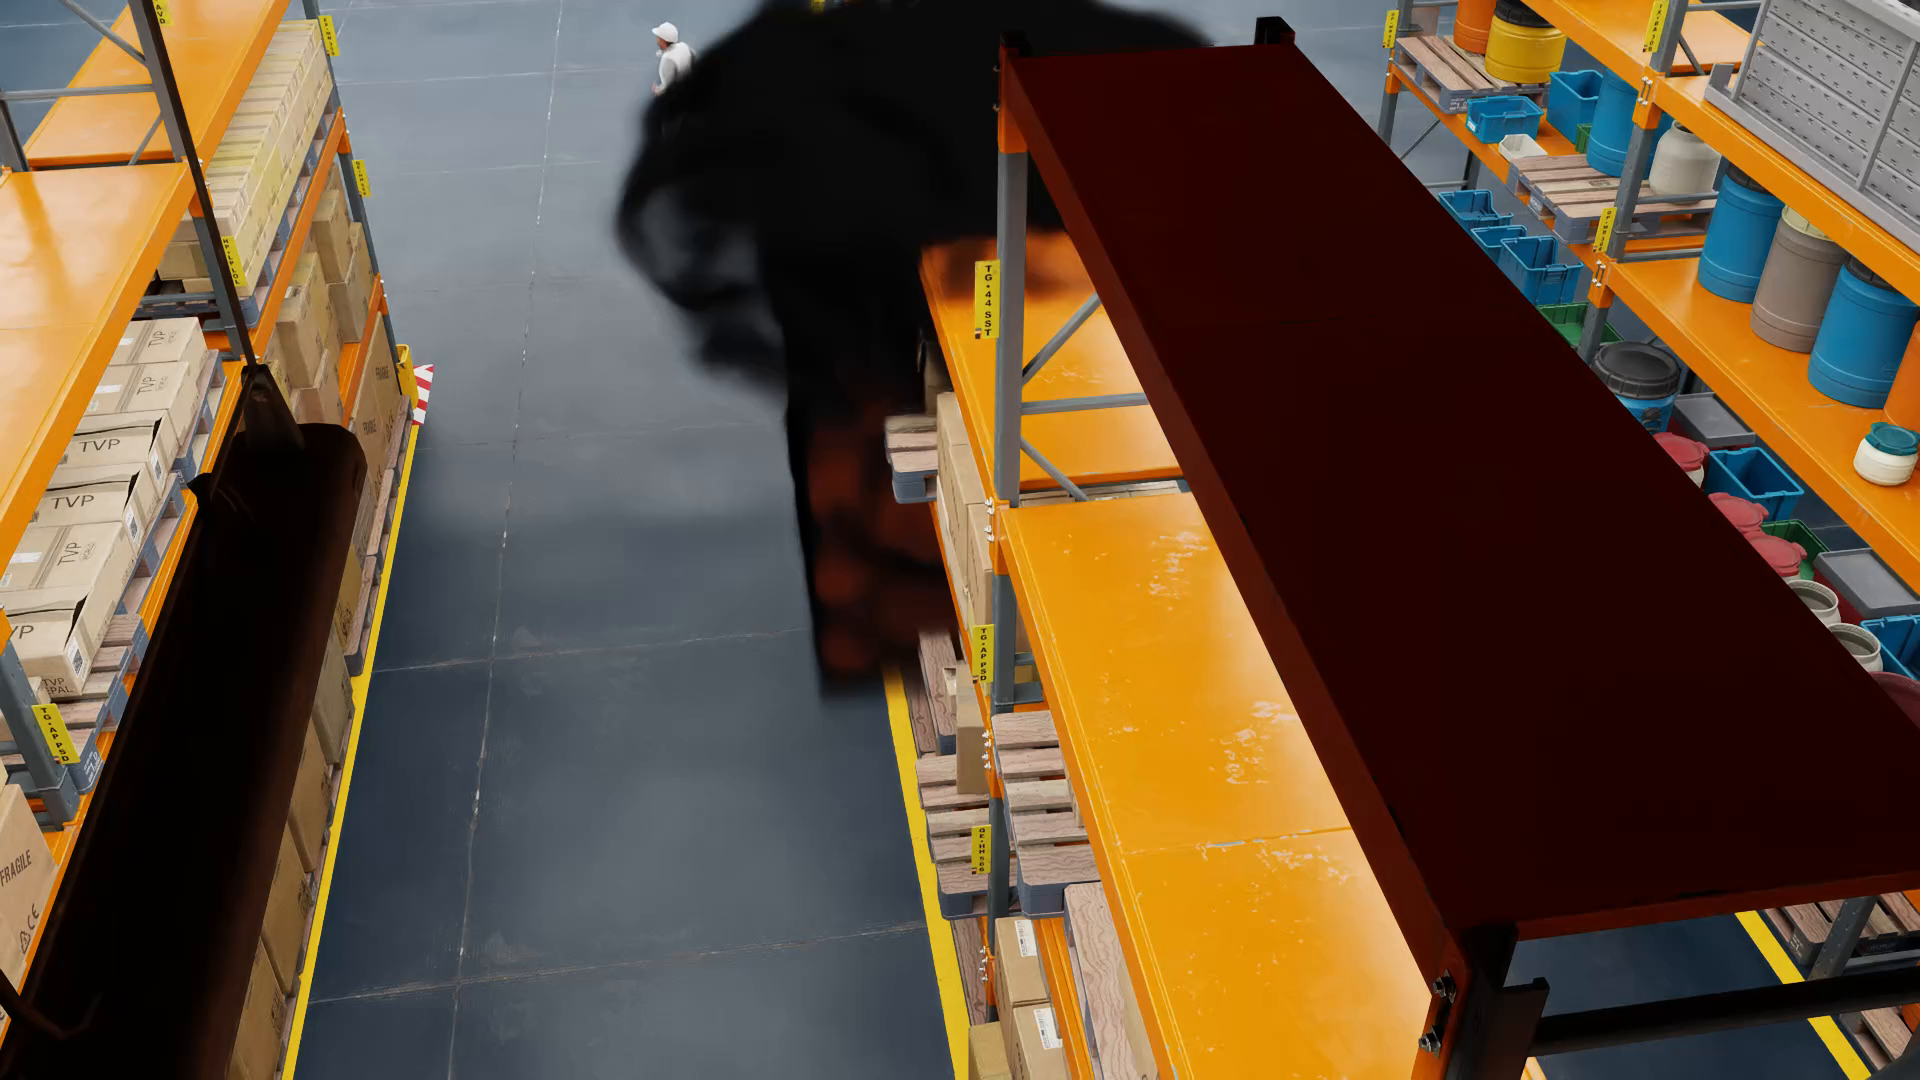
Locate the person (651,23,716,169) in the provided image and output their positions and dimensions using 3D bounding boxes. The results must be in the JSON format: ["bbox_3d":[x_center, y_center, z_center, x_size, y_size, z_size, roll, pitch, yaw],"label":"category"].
[{"bbox_3d":[-3.147,-5.002,18.842,0.685,1.731,0.692,13,38,17],"label":"person"}]
